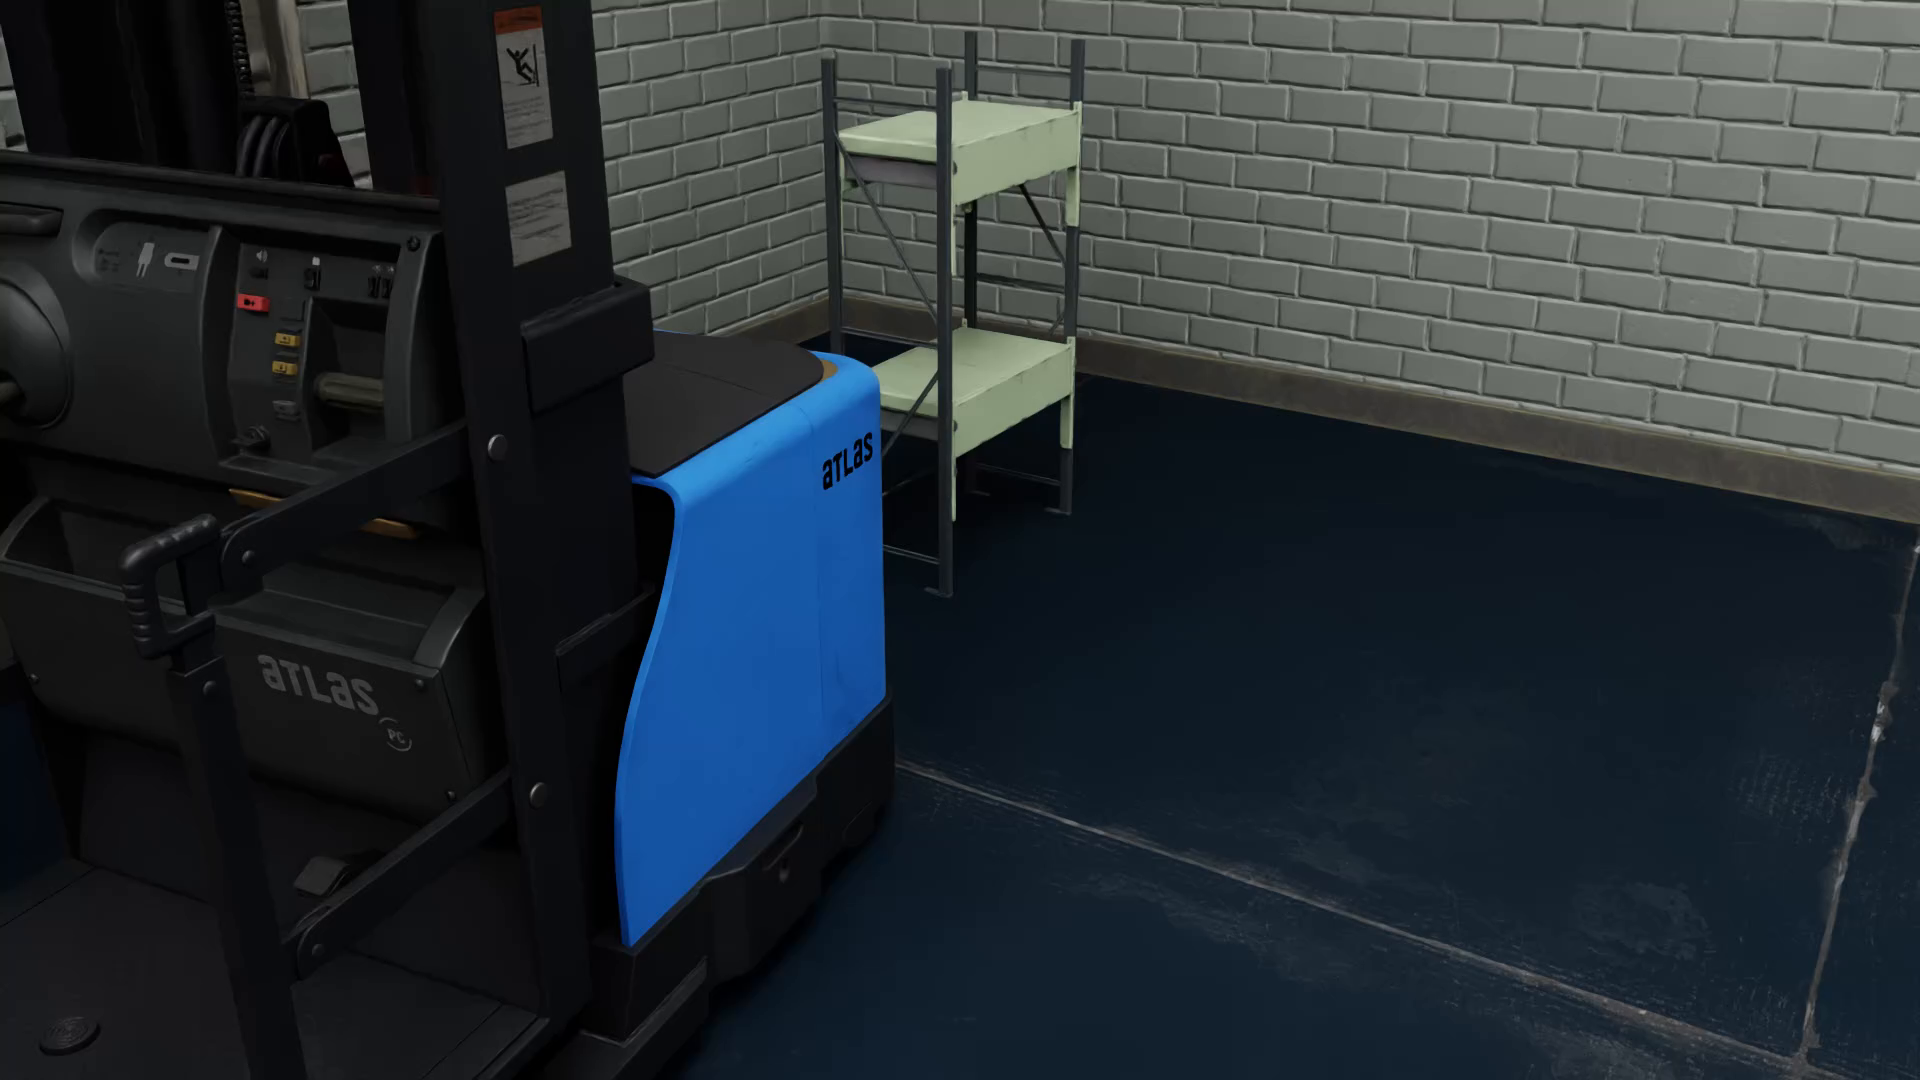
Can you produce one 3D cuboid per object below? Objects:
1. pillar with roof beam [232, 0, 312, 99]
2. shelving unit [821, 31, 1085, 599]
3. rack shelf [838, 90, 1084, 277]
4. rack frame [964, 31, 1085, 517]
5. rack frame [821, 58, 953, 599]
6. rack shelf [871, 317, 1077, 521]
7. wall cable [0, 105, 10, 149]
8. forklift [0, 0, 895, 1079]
[{"bbox_3d":[1.636,-3.147,1.193,9.100,9.000,0.400,14,27,29],"label":"pillar with roof beam"},{"bbox_3d":[-0.004,-0.686,4.947,0.431,1.500,0.755,14,27,29],"label":"shelving unit"},{"bbox_3d":[-0.004,-1.044,4.792,0.431,0.370,0.720,14,27,29],"label":"rack shelf"},{"bbox_3d":[0.190,-0.810,5.232,0.400,1.500,0.023,14,27,29],"label":"rack frame"},{"bbox_3d":[-0.197,-0.562,4.661,0.400,1.500,0.023,14,27,29],"label":"rack frame"},{"bbox_3d":[-0.004,-0.387,5.076,0.431,0.370,0.720,14,27,29],"label":"rack shelf"},{"bbox_3d":[-2.839,-1.301,3.200,0.084,1.984,1.851,14,27,29],"label":"wall cable"},{"bbox_3d":[-1.218,-0.280,2.207,1.130,2.935,3.031,10,25,22],"label":"forklift"}]
